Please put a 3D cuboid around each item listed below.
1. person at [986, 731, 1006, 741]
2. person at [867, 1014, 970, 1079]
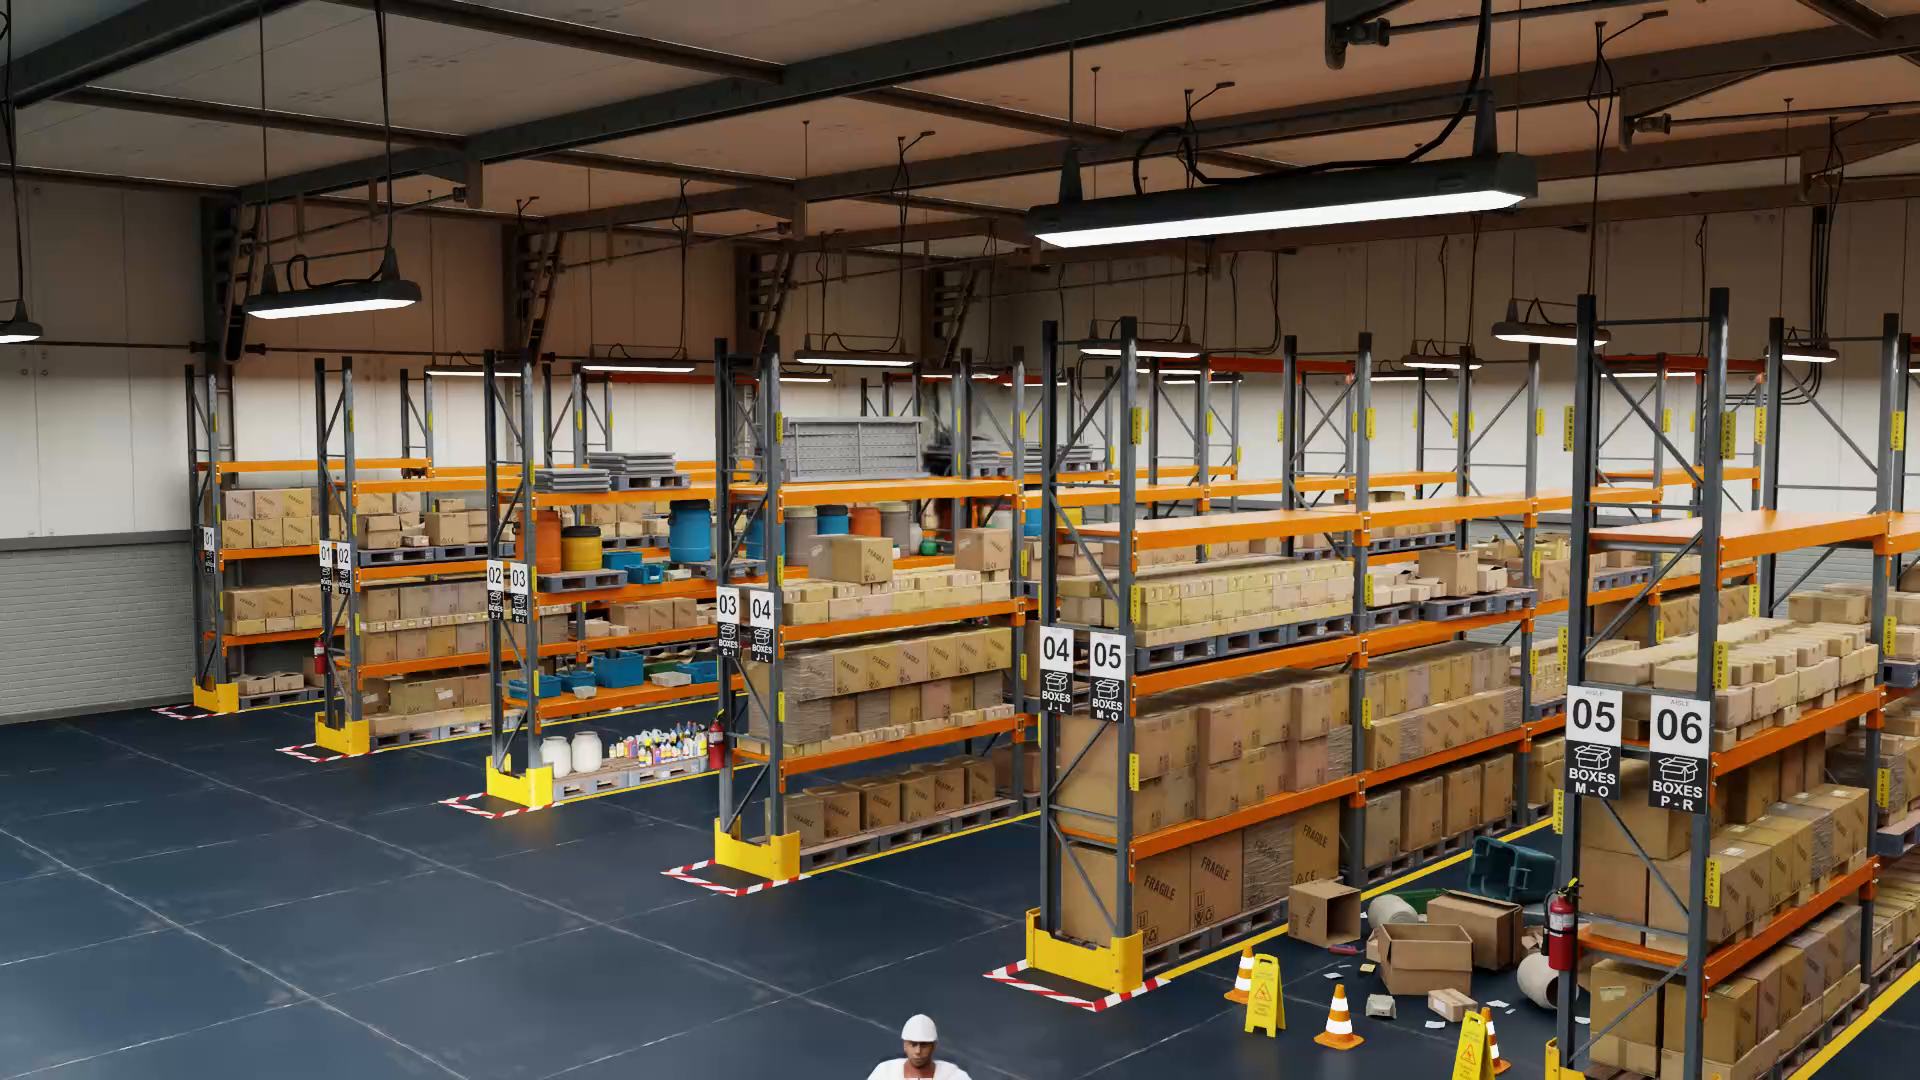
[{"bbox_3d":[0.496,2.158,24.775,0.533,1.696,0.671,3,5,30],"label":"person"},{"bbox_3d":[-0.231,3.557,9.426,0.711,1.748,0.954,0,4,2],"label":"person"}]
